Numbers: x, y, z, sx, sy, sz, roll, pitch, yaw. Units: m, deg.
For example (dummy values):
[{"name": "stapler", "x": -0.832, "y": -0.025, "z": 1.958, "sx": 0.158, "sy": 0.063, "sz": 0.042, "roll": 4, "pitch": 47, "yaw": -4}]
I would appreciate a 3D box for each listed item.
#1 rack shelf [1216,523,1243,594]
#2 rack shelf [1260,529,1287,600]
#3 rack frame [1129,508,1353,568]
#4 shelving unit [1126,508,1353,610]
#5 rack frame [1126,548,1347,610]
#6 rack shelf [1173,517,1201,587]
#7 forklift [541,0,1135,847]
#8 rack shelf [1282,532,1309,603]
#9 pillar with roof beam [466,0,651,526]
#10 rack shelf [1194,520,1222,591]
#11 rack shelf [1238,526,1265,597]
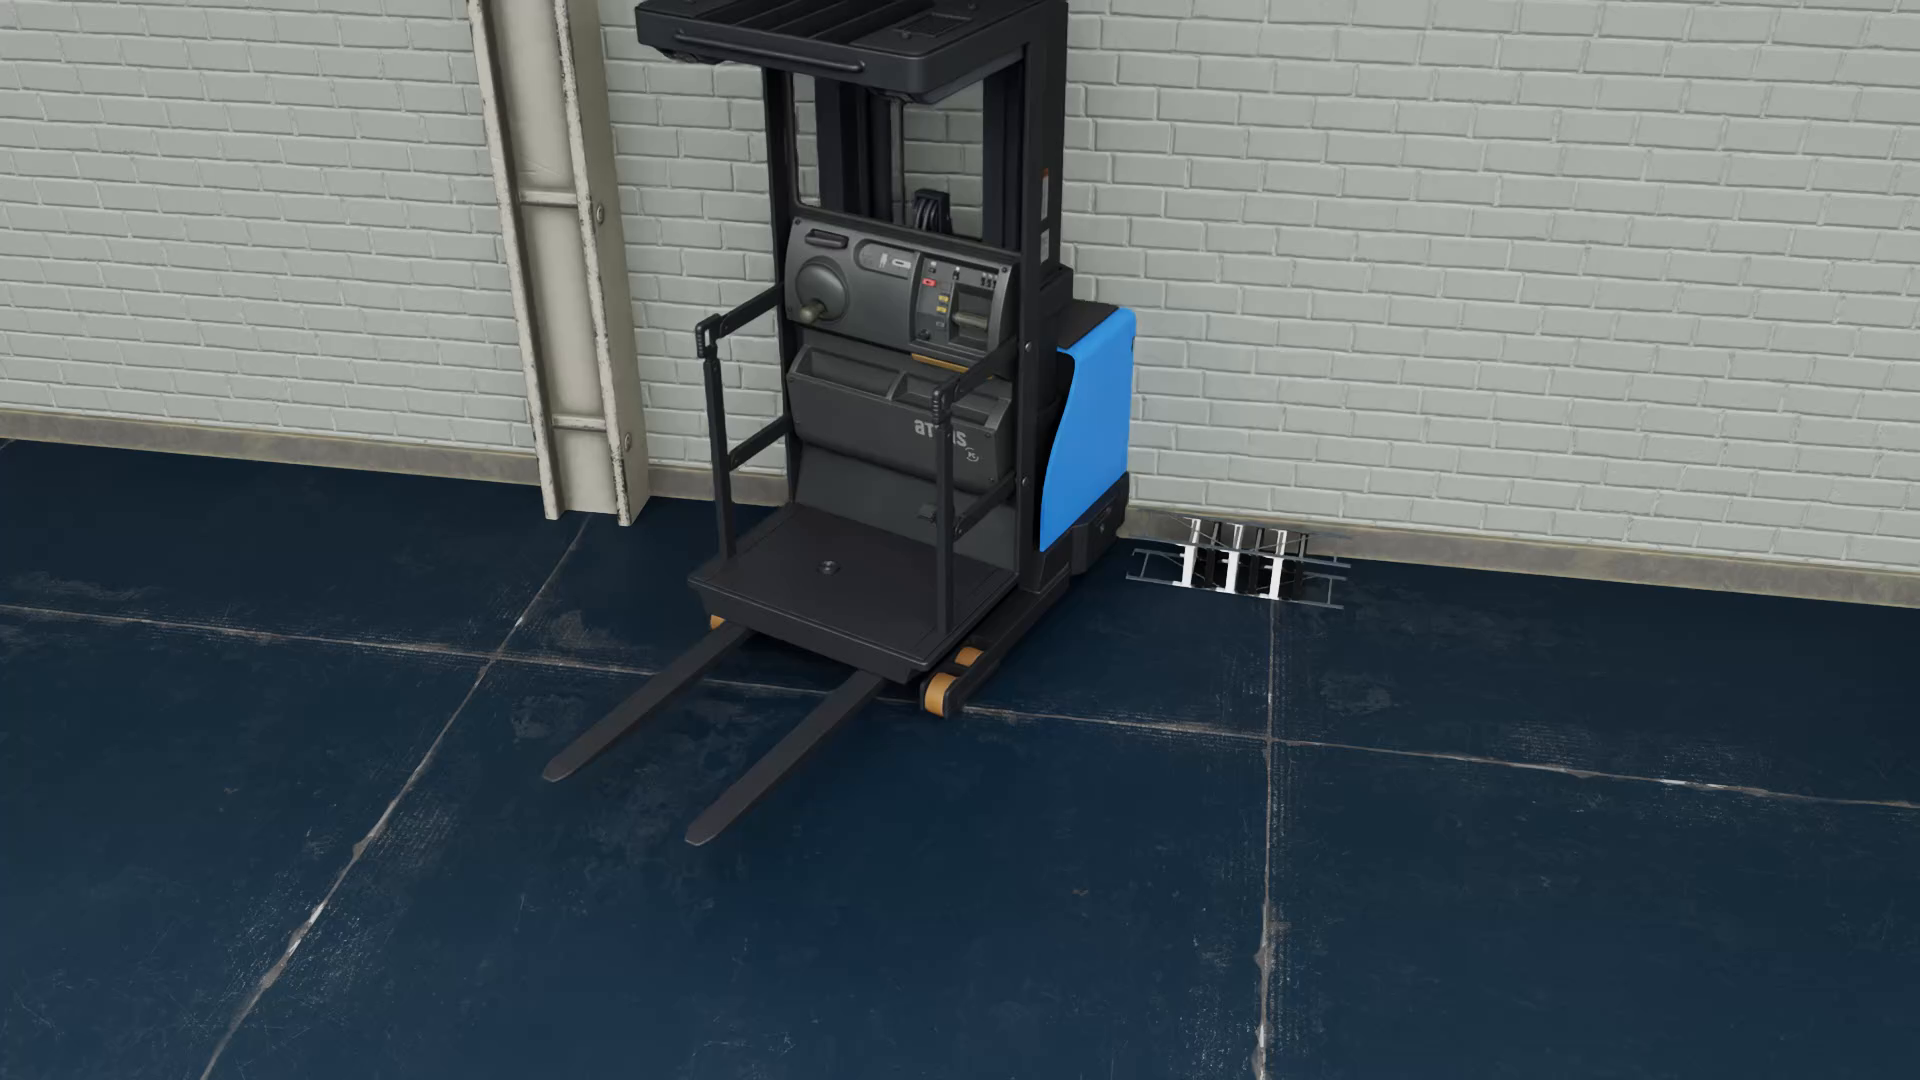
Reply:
[{"name": "rack shelf", "x": 1.129, "y": 0.069, "z": 6.934, "sx": 0.077, "sy": 0.200, "sz": 0.258, "roll": 8, "pitch": 33, "yaw": 12}, {"name": "rack shelf", "x": 1.303, "y": 0.093, "z": 6.898, "sx": 0.077, "sy": 0.200, "sz": 0.258, "roll": 8, "pitch": 33, "yaw": 12}, {"name": "rack frame", "x": 1.162, "y": -0.013, "z": 6.873, "sx": 0.900, "sy": 0.006, "sz": 0.240, "roll": 8, "pitch": 33, "yaw": 12}, {"name": "shelving unit", "x": 1.161, "y": 0.073, "z": 6.927, "sx": 0.900, "sy": 0.210, "sz": 0.258, "roll": 8, "pitch": 33, "yaw": 12}, {"name": "rack frame", "x": 1.160, "y": 0.159, "z": 6.982, "sx": 0.900, "sy": 0.006, "sz": 0.240, "roll": 8, "pitch": 33, "yaw": 12}, {"name": "rack shelf", "x": 0.954, "y": 0.044, "z": 6.970, "sx": 0.077, "sy": 0.200, "sz": 0.258, "roll": 8, "pitch": 33, "yaw": 12}, {"name": "forklift", "x": -0.342, "y": -0.862, "z": 5.865, "sx": 1.130, "sy": 2.935, "sz": 3.031, "roll": 18, "pitch": 36, "yaw": 26}, {"name": "rack shelf", "x": 1.391, "y": 0.106, "z": 6.880, "sx": 0.077, "sy": 0.200, "sz": 0.258, "roll": 8, "pitch": 33, "yaw": 12}, {"name": "pillar with roof beam", "x": -2.350, "y": -1.721, "z": 1.519, "sx": 0.400, "sy": 9.000, "sz": 9.100, "roll": 5, "pitch": 32, "yaw": 8}, {"name": "rack shelf", "x": 1.041, "y": 0.057, "z": 6.952, "sx": 0.077, "sy": 0.200, "sz": 0.258, "roll": 8, "pitch": 33, "yaw": 12}, {"name": "rack shelf", "x": 1.216, "y": 0.081, "z": 6.916, "sx": 0.077, "sy": 0.200, "sz": 0.258, "roll": 8, "pitch": 33, "yaw": 12}]
